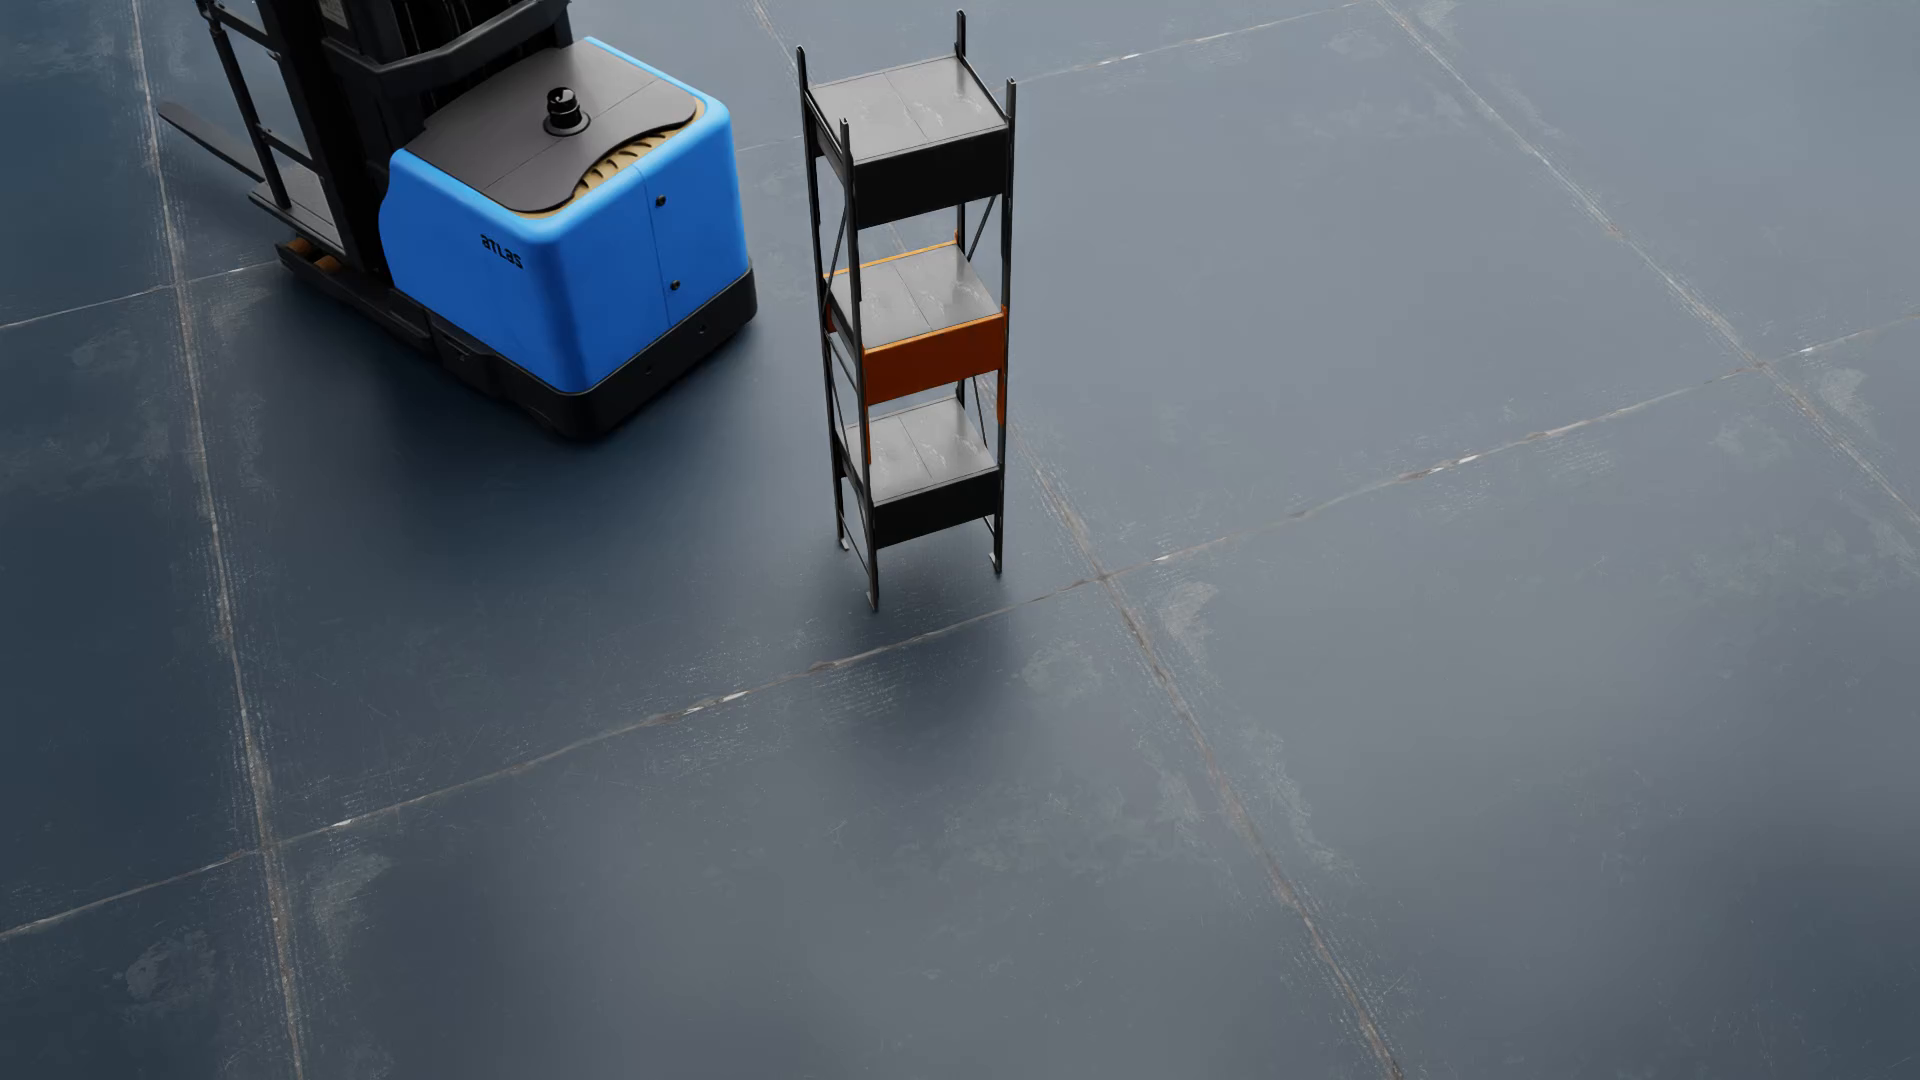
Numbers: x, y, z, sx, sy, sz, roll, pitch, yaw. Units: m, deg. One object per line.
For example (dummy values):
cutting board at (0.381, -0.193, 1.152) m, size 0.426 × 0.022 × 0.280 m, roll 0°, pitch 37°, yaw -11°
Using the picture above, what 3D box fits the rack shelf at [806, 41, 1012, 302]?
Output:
rack shelf at (-0.153, -1.084, 4.892) m, size 0.480 × 0.518 × 0.431 m, roll -17°, pitch 52°, yaw -14°

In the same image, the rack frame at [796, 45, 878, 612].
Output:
rack frame at (-0.379, -0.567, 5.353) m, size 0.015 × 2.100 × 0.400 m, roll -17°, pitch 52°, yaw -14°

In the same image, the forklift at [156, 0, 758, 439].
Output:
forklift at (-2.320, -2.293, 6.287) m, size 3.031 × 2.935 × 1.130 m, roll 31°, pitch 56°, yaw 24°

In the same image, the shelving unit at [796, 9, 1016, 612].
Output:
shelving unit at (-0.153, -0.637, 5.413) m, size 0.503 × 2.100 × 0.431 m, roll -17°, pitch 52°, yaw -14°

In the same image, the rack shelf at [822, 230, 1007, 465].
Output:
rack shelf at (-0.153, -0.628, 5.423) m, size 0.480 × 0.518 × 0.431 m, roll -17°, pitch 52°, yaw -14°

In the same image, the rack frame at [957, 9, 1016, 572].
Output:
rack frame at (0.073, -0.707, 5.473) m, size 0.015 × 2.100 × 0.400 m, roll -17°, pitch 52°, yaw -14°

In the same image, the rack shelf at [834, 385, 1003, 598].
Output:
rack shelf at (-0.153, -0.172, 5.954) m, size 0.480 × 0.518 × 0.431 m, roll -17°, pitch 52°, yaw -14°
